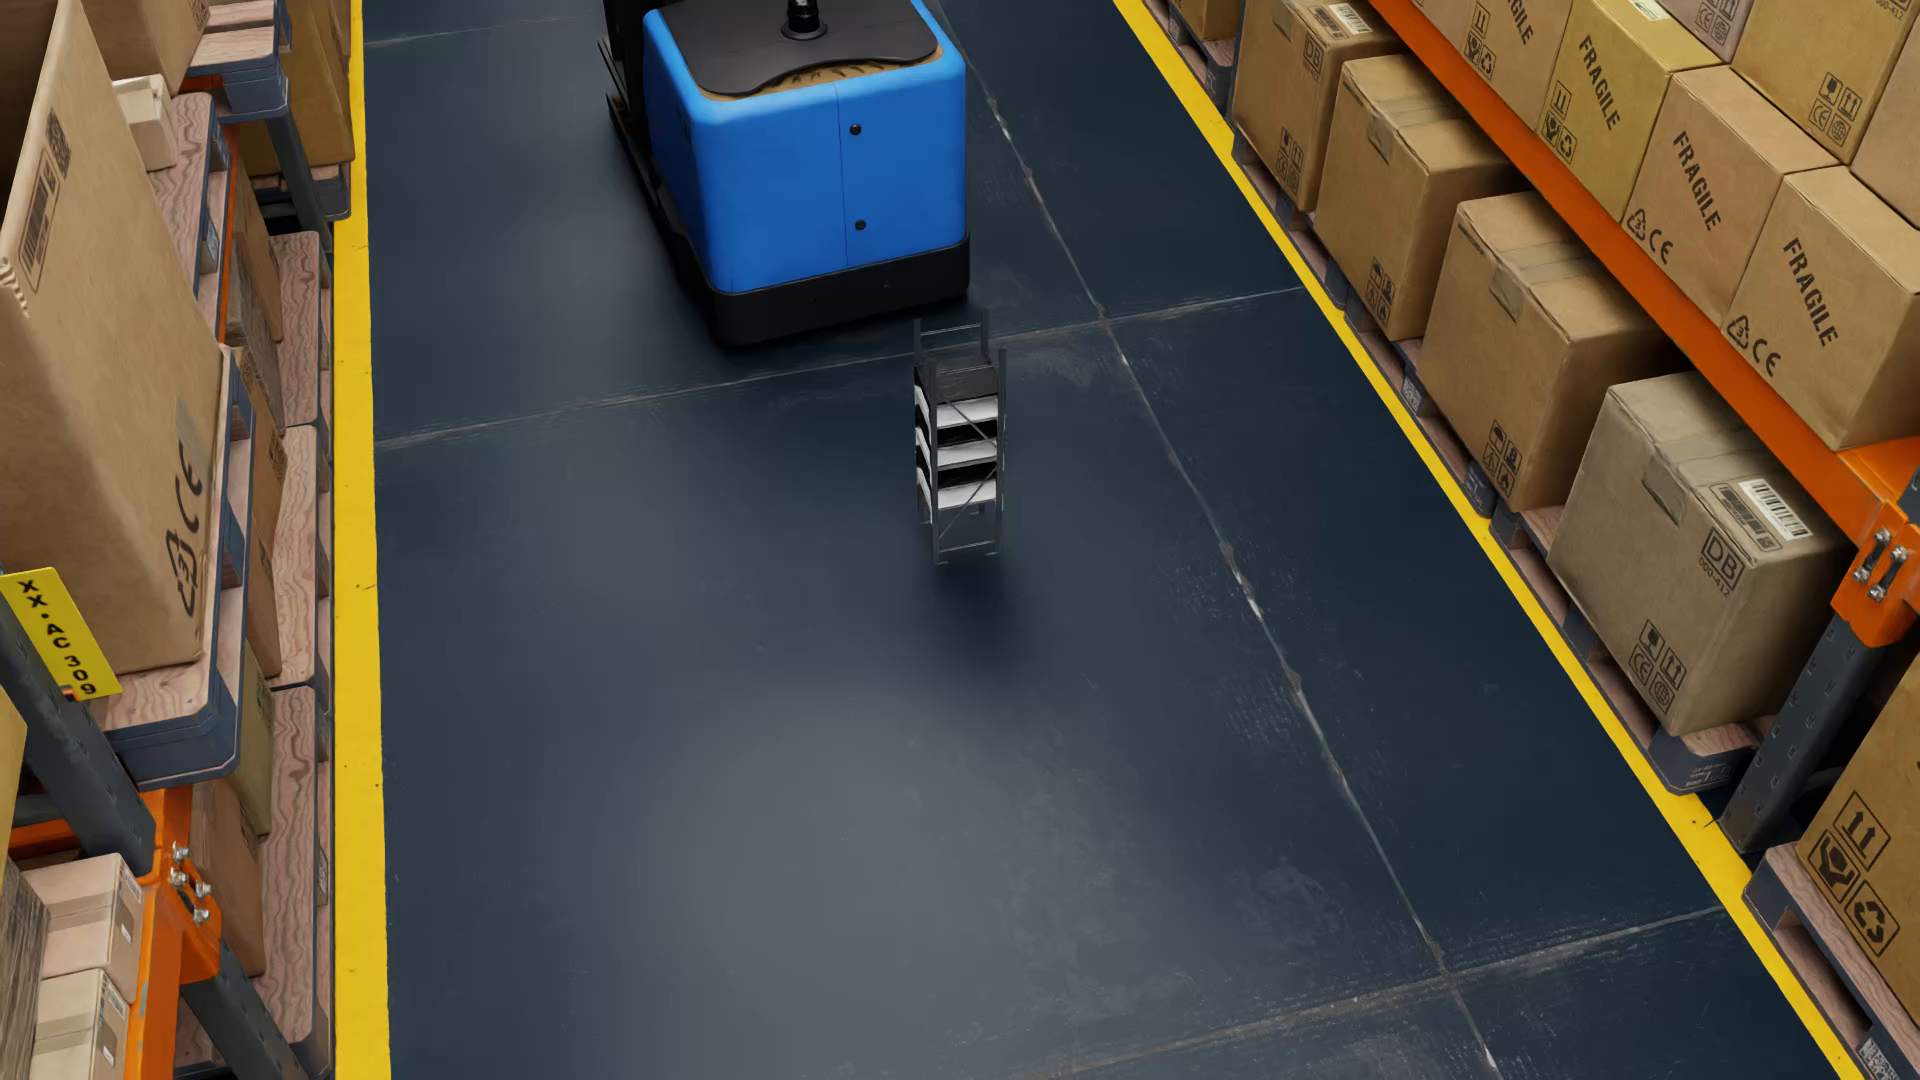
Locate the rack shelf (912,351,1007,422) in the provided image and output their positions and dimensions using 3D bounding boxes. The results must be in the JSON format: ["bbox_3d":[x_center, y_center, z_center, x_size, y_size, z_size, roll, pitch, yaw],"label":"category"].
[{"bbox_3d":[6.545,-0.505,3.555,12.311,2.546,5.840,-11,47,-10],"label":"rack shelf"}]

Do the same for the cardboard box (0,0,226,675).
[{"bbox_3d":[-2.150,-0.355,3.284,1.000,1.000,1.000,-10,46,-10],"label":"cardboard box"}]

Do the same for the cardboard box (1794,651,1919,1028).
[{"bbox_3d":[2.832,0.783,4.076,0.875,0.875,0.875,-10,46,-10],"label":"cardboard box"}]

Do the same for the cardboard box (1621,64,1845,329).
[{"bbox_3d":[2.217,-0.956,4.517,0.500,0.500,0.500,-11,47,-11],"label":"cardboard box"}]

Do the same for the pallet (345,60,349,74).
[{"bbox_3d":[-3.544,-2.608,8.158,1.003,0.211,1.213,-11,47,-10],"label":"pallet"}]

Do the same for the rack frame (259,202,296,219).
[{"bbox_3d":[-3.103,-2.186,5.792,0.949,2.616,0.053,-11,47,-10],"label":"rack frame"}]

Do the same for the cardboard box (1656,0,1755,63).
[{"bbox_3d":[2.343,-1.691,4.537,0.700,0.500,0.500,-10,46,-10],"label":"cardboard box"}]

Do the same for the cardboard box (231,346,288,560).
[{"bbox_3d":[-2.609,-0.235,5.322,0.700,0.500,0.500,-7,46,-7],"label":"cardboard box"}]

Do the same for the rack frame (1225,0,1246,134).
[{"bbox_3d":[1.715,-3.023,6.612,1.000,3.000,0.127,-11,47,-10],"label":"rack frame"}]

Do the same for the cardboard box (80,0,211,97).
[{"bbox_3d":[-2.689,-1.635,4.888,0.700,0.500,0.500,-4,46,-4],"label":"cardboard box"}]

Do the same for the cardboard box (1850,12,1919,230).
[{"bbox_3d":[2.606,-0.988,3.848,0.700,0.500,0.500,-11,47,-11],"label":"cardboard box"}]

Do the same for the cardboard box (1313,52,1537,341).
[{"bbox_3d":[2.011,-1.342,6.246,1.050,0.750,0.750,-10,46,-10],"label":"cardboard box"}]

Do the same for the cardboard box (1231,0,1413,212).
[{"bbox_3d":[0.328,0.007,4.582,5.455,1.239,5.693,-11,47,-11],"label":"cardboard box"}]

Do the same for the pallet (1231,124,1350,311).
[{"bbox_3d":[1.844,-1.488,7.061,1.003,0.211,1.213,-11,47,-10],"label":"pallet"}]

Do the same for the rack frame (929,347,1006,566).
[{"bbox_3d":[0.024,-0.250,5.365,0.240,0.900,0.006,-11,47,-10],"label":"rack frame"}]

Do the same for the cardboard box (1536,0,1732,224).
[{"bbox_3d":[2.088,-1.305,4.859,0.500,0.500,0.500,-10,46,-10],"label":"cardboard box"}]

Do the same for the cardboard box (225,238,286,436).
[{"bbox_3d":[-2.761,-0.625,5.704,0.700,0.500,0.500,-14,47,-14],"label":"cardboard box"}]

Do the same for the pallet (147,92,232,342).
[{"bbox_3d":[-2.560,-0.759,4.528,1.003,0.211,1.213,-11,47,-10],"label":"pallet"}]

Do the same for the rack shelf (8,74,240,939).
[{"bbox_3d":[-2.594,-0.553,4.695,1.077,0.370,4.000,-11,47,-10],"label":"rack shelf"}]

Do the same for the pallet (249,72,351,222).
[{"bbox_3d":[-3.235,-1.768,7.334,1.003,0.211,1.213,-11,47,-10],"label":"pallet"}]

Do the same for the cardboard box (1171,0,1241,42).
[{"bbox_3d":[1.293,-2.701,7.753,0.500,0.500,0.500,-11,47,-11],"label":"cardboard box"}]

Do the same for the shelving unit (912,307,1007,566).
[{"bbox_3d":[6.545,-0.280,3.788,12.311,3.194,5.845,-11,47,-10],"label":"shelving unit"}]

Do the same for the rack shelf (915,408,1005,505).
[{"bbox_3d":[-0.002,-0.295,5.460,0.258,0.252,0.200,-11,47,-10],"label":"rack shelf"}]

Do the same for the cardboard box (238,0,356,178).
[{"bbox_3d":[-3.262,-2.069,6.871,1.225,0.875,0.875,-13,47,-12],"label":"cardboard box"}]

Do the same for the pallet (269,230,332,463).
[{"bbox_3d":[-10.761,-1.232,6.809,15.783,0.211,6.755,-11,47,-10],"label":"pallet"}]

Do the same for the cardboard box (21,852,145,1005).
[{"bbox_3d":[-1.743,0.759,3.082,0.380,0.149,0.250,-11,47,-10],"label":"cardboard box"}]

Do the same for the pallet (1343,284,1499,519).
[{"bbox_3d":[2.152,-0.648,6.237,1.003,0.211,1.213,-11,47,-10],"label":"pallet"}]

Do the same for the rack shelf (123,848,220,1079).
[{"bbox_3d":[-1.570,2.209,1.989,1.077,0.370,4.000,-11,47,-10],"label":"rack shelf"}]

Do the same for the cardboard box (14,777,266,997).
[{"bbox_3d":[-2.218,0.869,4.240,0.700,0.500,0.500,-14,47,-13],"label":"cardboard box"}]

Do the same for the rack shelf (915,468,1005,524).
[{"bbox_3d":[-0.002,-0.171,5.586,0.258,0.077,0.200,-11,47,-10],"label":"rack shelf"}]

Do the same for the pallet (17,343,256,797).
[{"bbox_3d":[-2.137,0.089,3.697,1.003,0.211,1.213,-11,47,-10],"label":"pallet"}]

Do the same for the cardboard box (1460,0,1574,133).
[{"bbox_3d":[1.956,-1.655,5.202,0.500,0.500,0.500,-11,47,-11],"label":"cardboard box"}]

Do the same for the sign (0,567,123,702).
[{"bbox_3d":[-1.559,0.169,2.878,0.100,0.325,0.005,-11,47,-10],"label":"sign"}]

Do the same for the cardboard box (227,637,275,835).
[{"bbox_3d":[-2.322,0.537,4.566,0.700,0.500,0.500,-11,47,-11],"label":"cardboard box"}]

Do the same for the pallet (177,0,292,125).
[{"bbox_3d":[-2.821,-1.646,5.397,1.213,0.211,1.003,-11,47,-10],"label":"pallet"}]

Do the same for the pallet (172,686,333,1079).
[{"bbox_3d":[-2.283,1.015,4.608,1.003,0.211,1.213,-11,47,-10],"label":"pallet"}]

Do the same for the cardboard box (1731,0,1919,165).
[{"bbox_3d":[2.472,-1.342,4.195,0.700,0.500,0.500,-11,47,-11],"label":"cardboard box"}]

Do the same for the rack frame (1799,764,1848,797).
[{"bbox_3d":[2.735,-0.260,3.905,0.949,2.616,0.053,-11,47,-10],"label":"rack frame"}]

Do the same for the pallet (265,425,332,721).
[{"bbox_3d":[-2.599,0.171,5.435,1.003,0.211,1.213,-11,47,-10],"label":"pallet"}]

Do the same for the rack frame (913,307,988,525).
[{"bbox_3d":[-0.028,-0.391,5.503,0.240,0.900,0.006,-11,47,-10],"label":"rack frame"}]

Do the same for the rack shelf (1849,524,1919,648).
[{"bbox_3d":[3.251,1.372,2.809,1.077,0.370,4.000,-11,47,-10],"label":"rack shelf"}]

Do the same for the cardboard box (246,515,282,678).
[{"bbox_3d":[-2.466,0.150,4.945,0.700,0.500,0.500,-14,47,-14],"label":"cardboard box"}]

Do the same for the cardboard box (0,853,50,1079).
[{"bbox_3d":[-2.026,0.759,2.628,0.875,0.500,0.500,-11,47,-10],"label":"cardboard box"}]

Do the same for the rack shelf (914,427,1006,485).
[{"bbox_3d":[-0.002,-0.297,5.458,0.258,0.077,0.200,-11,47,-10],"label":"rack shelf"}]

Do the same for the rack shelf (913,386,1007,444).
[{"bbox_3d":[-0.002,-0.423,5.329,0.258,0.077,0.200,-11,47,-10],"label":"rack shelf"}]

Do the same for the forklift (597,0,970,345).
[{"bbox_3d":[-4.228,-2.016,5.674,8.076,2.935,3.158,-15,47,-14],"label":"forklift"}]

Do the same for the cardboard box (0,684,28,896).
[{"bbox_3d":[-1.701,0.347,2.331,0.500,0.500,0.500,-11,47,-10],"label":"cardboard box"}]

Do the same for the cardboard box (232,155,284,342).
[{"bbox_3d":[-2.915,-1.006,6.077,0.700,0.500,0.500,-13,47,-12],"label":"cardboard box"}]

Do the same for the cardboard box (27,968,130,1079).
[{"bbox_3d":[-1.688,0.933,2.911,0.380,0.149,0.250,-11,47,-10],"label":"cardboard box"}]

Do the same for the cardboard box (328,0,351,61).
[{"bbox_3d":[-3.483,-2.686,7.476,1.225,0.875,0.875,-11,47,-10],"label":"cardboard box"}]
